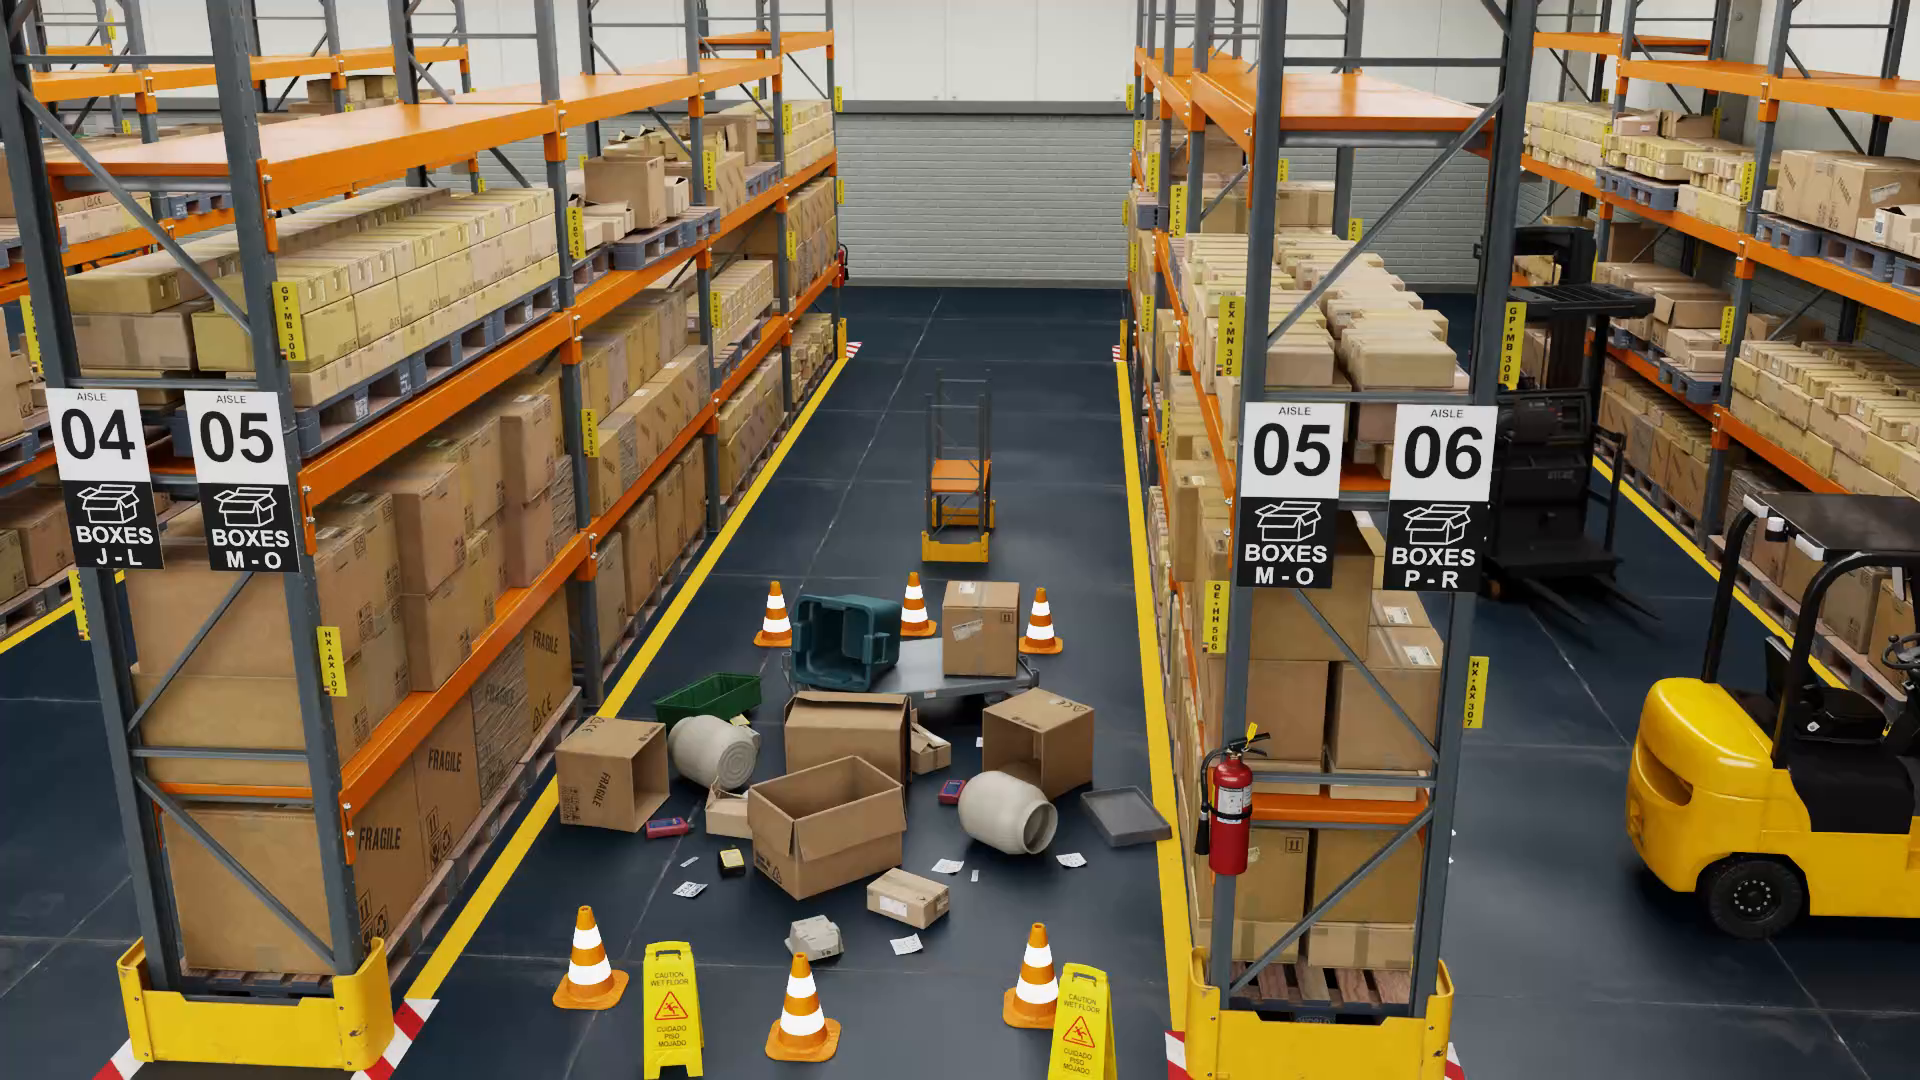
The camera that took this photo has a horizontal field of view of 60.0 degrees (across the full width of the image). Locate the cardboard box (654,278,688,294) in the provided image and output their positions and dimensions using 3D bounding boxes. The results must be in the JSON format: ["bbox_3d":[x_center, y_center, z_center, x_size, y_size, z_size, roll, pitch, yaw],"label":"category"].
[{"bbox_3d":[-3.024,-2.608,17.165,0.380,0.149,0.250,2,18,6],"label":"cardboard box"}]

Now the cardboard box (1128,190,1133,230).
[{"bbox_3d":[2.467,-4.302,21.795,0.500,0.500,0.500,1,18,3],"label":"cardboard box"}]

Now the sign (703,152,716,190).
[{"bbox_3d":[-2.179,-3.210,14.455,0.100,0.325,0.005,1,18,4],"label":"sign"}]

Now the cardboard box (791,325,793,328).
[{"bbox_3d":[-2.435,-2.885,22.186,0.380,0.149,0.250,2,18,5],"label":"cardboard box"}]

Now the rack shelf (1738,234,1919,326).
[{"bbox_3d":[7.020,-1.790,12.234,1.077,0.370,4.000,1,18,4],"label":"rack shelf"}]

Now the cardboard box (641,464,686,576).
[{"bbox_3d":[-2.925,-0.188,13.945,1.050,0.750,0.750,2,18,5],"label":"cardboard box"}]

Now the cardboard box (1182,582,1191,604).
[{"bbox_3d":[1.554,0.059,9.615,0.500,0.500,0.500,1,18,3],"label":"cardboard box"}]

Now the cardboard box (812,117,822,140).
[{"bbox_3d":[-2.013,-5.126,20.698,0.500,0.250,0.500,2,18,5],"label":"cardboard box"}]

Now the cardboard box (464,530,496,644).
[{"bbox_3d":[-3.144,0.273,9.359,0.875,0.550,0.500,1,18,4],"label":"cardboard box"}]

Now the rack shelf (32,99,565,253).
[{"bbox_3d":[-3.162,-1.972,8.614,1.077,0.370,4.000,1,18,4],"label":"rack shelf"}]

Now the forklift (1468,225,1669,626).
[{"bbox_3d":[4.851,-1.020,13.657,1.130,2.935,3.031,-3,18,-8],"label":"forklift"}]

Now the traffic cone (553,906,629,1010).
[{"bbox_3d":[-1.851,2.041,8.279,0.336,0.463,0.334,1,18,4],"label":"traffic cone"}]

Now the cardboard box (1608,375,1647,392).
[{"bbox_3d":[7.217,-1.697,17.909,0.380,0.149,0.250,1,18,2],"label":"cardboard box"}]

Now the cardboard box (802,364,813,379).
[{"bbox_3d":[-2.046,-2.113,20.786,0.380,0.149,0.250,1,18,2],"label":"cardboard box"}]

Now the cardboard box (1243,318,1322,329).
[{"bbox_3d":[1.425,-0.908,7.510,0.380,0.149,0.250,1,18,3],"label":"cardboard box"}]

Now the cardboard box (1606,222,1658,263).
[{"bbox_3d":[7.823,-3.453,19.529,0.500,0.500,0.500,1,18,2],"label":"cardboard box"}]

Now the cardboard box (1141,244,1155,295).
[{"bbox_3d":[2.134,-2.758,17.082,0.500,0.500,0.500,1,18,3],"label":"cardboard box"}]

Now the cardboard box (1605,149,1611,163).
[{"bbox_3d":[7.032,-4.039,17.511,0.380,0.149,0.250,2,18,5],"label":"cardboard box"}]

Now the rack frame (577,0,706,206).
[{"bbox_3d":[-2.732,-4.367,14.126,1.000,3.000,0.127,1,18,4],"label":"rack frame"}]

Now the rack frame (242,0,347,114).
[{"bbox_3d":[-7.385,-5.752,18.351,1.000,3.000,0.127,1,18,4],"label":"rack frame"}]

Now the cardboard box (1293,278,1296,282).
[{"bbox_3d":[2.127,-1.390,9.622,0.500,0.250,0.500,1,18,3],"label":"cardboard box"}]

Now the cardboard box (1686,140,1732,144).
[{"bbox_3d":[7.512,-3.930,16.699,0.380,0.149,0.250,2,18,5],"label":"cardboard box"}]

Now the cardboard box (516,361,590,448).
[{"bbox_3d":[-2.989,-0.951,11.569,0.700,0.500,0.500,1,18,3],"label":"cardboard box"}]

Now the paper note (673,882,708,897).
[{"bbox_3d":[-1.503,1.944,9.271,0.144,0.017,0.142,8,20,23],"label":"paper note"}]

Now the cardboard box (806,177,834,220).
[{"bbox_3d":[-1.943,-4.517,21.975,0.500,0.500,0.500,1,18,3],"label":"cardboard box"}]

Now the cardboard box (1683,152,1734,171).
[{"bbox_3d":[6.986,-3.529,15.508,0.380,0.149,0.250,1,18,4],"label":"cardboard box"}]

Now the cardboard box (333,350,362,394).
[{"bbox_3d":[-2.944,-0.763,7.514,0.380,0.149,0.250,1,18,4],"label":"cardboard box"}]

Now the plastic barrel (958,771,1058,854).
[{"bbox_3d":[0.277,1.596,9.698,0.512,0.421,0.421,17,25,41],"label":"plastic barrel"}]

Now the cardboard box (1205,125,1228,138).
[{"bbox_3d":[2.751,-4.578,18.590,0.500,0.500,0.500,2,18,5],"label":"cardboard box"}]

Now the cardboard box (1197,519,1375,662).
[{"bbox_3d":[1.458,0.220,7.518,0.700,0.500,0.500,1,18,3],"label":"cardboard box"}]

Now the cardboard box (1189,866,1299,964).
[{"bbox_3d":[1.430,1.890,8.406,0.500,0.250,0.500,1,18,4],"label":"cardboard box"}]

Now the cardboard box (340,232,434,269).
[{"bbox_3d":[-2.872,-1.455,8.344,0.380,0.149,0.250,1,18,3],"label":"cardboard box"}]

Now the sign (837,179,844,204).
[{"bbox_3d":[-1.606,-4.683,22.357,0.100,0.325,0.005,1,18,4],"label":"sign"}]

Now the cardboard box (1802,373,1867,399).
[{"bbox_3d":[6.765,-1.190,12.862,0.380,0.149,0.250,2,18,5],"label":"cardboard box"}]

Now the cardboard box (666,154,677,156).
[{"bbox_3d":[-2.882,-3.483,16.085,0.500,0.500,0.500,1,18,4],"label":"cardboard box"}]

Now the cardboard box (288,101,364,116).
[{"bbox_3d":[-7.389,-4.865,19.468,0.700,0.500,0.500,0,18,1],"label":"cardboard box"}]

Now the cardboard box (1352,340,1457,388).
[{"bbox_3d":[1.868,-0.743,7.007,0.380,0.149,0.250,1,18,4],"label":"cardboard box"}]

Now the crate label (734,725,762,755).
[{"bbox_3d":[-1.469,1.330,10.972,0.298,0.136,0.250,-13,22,-34],"label":"crate label"}]

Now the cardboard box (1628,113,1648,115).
[{"bbox_3d":[7.828,-4.769,19.131,0.500,0.250,0.500,1,18,3],"label":"cardboard box"}]

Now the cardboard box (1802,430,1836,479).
[{"bbox_3d":[6.778,-0.647,12.647,0.500,0.250,0.500,2,18,6],"label":"cardboard box"}]

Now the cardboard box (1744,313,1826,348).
[{"bbox_3d":[7.356,-1.731,14.881,0.500,0.500,0.500,2,18,7],"label":"cardboard box"}]

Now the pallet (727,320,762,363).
[{"bbox_3d":[-2.631,-2.041,16.969,1.003,0.211,1.213,1,18,4],"label":"pallet"}]

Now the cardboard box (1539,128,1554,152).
[{"bbox_3d":[7.368,-4.859,20.208,0.500,0.250,0.500,1,18,2],"label":"cardboard box"}]

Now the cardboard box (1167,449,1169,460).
[{"bbox_3d":[1.721,-0.683,12.245,0.380,0.149,0.250,1,18,4],"label":"cardboard box"}]

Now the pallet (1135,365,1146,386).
[{"bbox_3d":[2.717,-1.969,20.920,1.003,0.211,1.213,1,18,4],"label":"pallet"}]

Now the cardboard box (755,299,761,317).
[{"bbox_3d":[-2.332,-2.475,17.716,0.380,0.149,0.250,0,18,1],"label":"cardboard box"}]

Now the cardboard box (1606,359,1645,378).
[{"bbox_3d":[7.188,-1.844,17.881,0.380,0.149,0.250,0,18,1],"label":"cardboard box"}]

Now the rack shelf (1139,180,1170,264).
[{"bbox_3d":[2.356,-3.142,16.360,1.077,0.370,4.000,1,18,4],"label":"rack shelf"}]

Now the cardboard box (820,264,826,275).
[{"bbox_3d":[-1.953,-3.540,21.639,0.380,0.149,0.250,2,18,5],"label":"cardboard box"}]

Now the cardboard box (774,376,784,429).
[{"bbox_3d":[-2.247,-1.535,18.457,0.500,0.500,0.500,1,18,3],"label":"cardboard box"}]

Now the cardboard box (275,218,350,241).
[{"bbox_3d":[-3.493,-1.628,8.872,0.380,0.149,0.250,1,18,4],"label":"cardboard box"}]

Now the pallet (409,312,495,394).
[{"bbox_3d":[-3.178,-1.026,8.888,1.003,0.211,1.213,1,18,4],"label":"pallet"}]

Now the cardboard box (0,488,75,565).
[{"bbox_3d":[-7.761,-0.122,14.114,0.700,0.500,0.500,3,18,9],"label":"cardboard box"}]

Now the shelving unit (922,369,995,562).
[{"bbox_3d":[-0.005,-0.689,14.944,0.587,1.500,1.083,1,18,4],"label":"shelving unit"}]

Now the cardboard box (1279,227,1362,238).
[{"bbox_3d":[2.367,-1.921,11.045,0.500,0.250,0.500,1,18,2],"label":"cardboard box"}]

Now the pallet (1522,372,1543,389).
[{"bbox_3d":[7.585,-1.838,20.520,1.003,0.211,1.213,1,18,4],"label":"pallet"}]

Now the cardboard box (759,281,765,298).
[{"bbox_3d":[-2.315,-2.693,17.904,0.380,0.149,0.250,2,18,6],"label":"cardboard box"}]
